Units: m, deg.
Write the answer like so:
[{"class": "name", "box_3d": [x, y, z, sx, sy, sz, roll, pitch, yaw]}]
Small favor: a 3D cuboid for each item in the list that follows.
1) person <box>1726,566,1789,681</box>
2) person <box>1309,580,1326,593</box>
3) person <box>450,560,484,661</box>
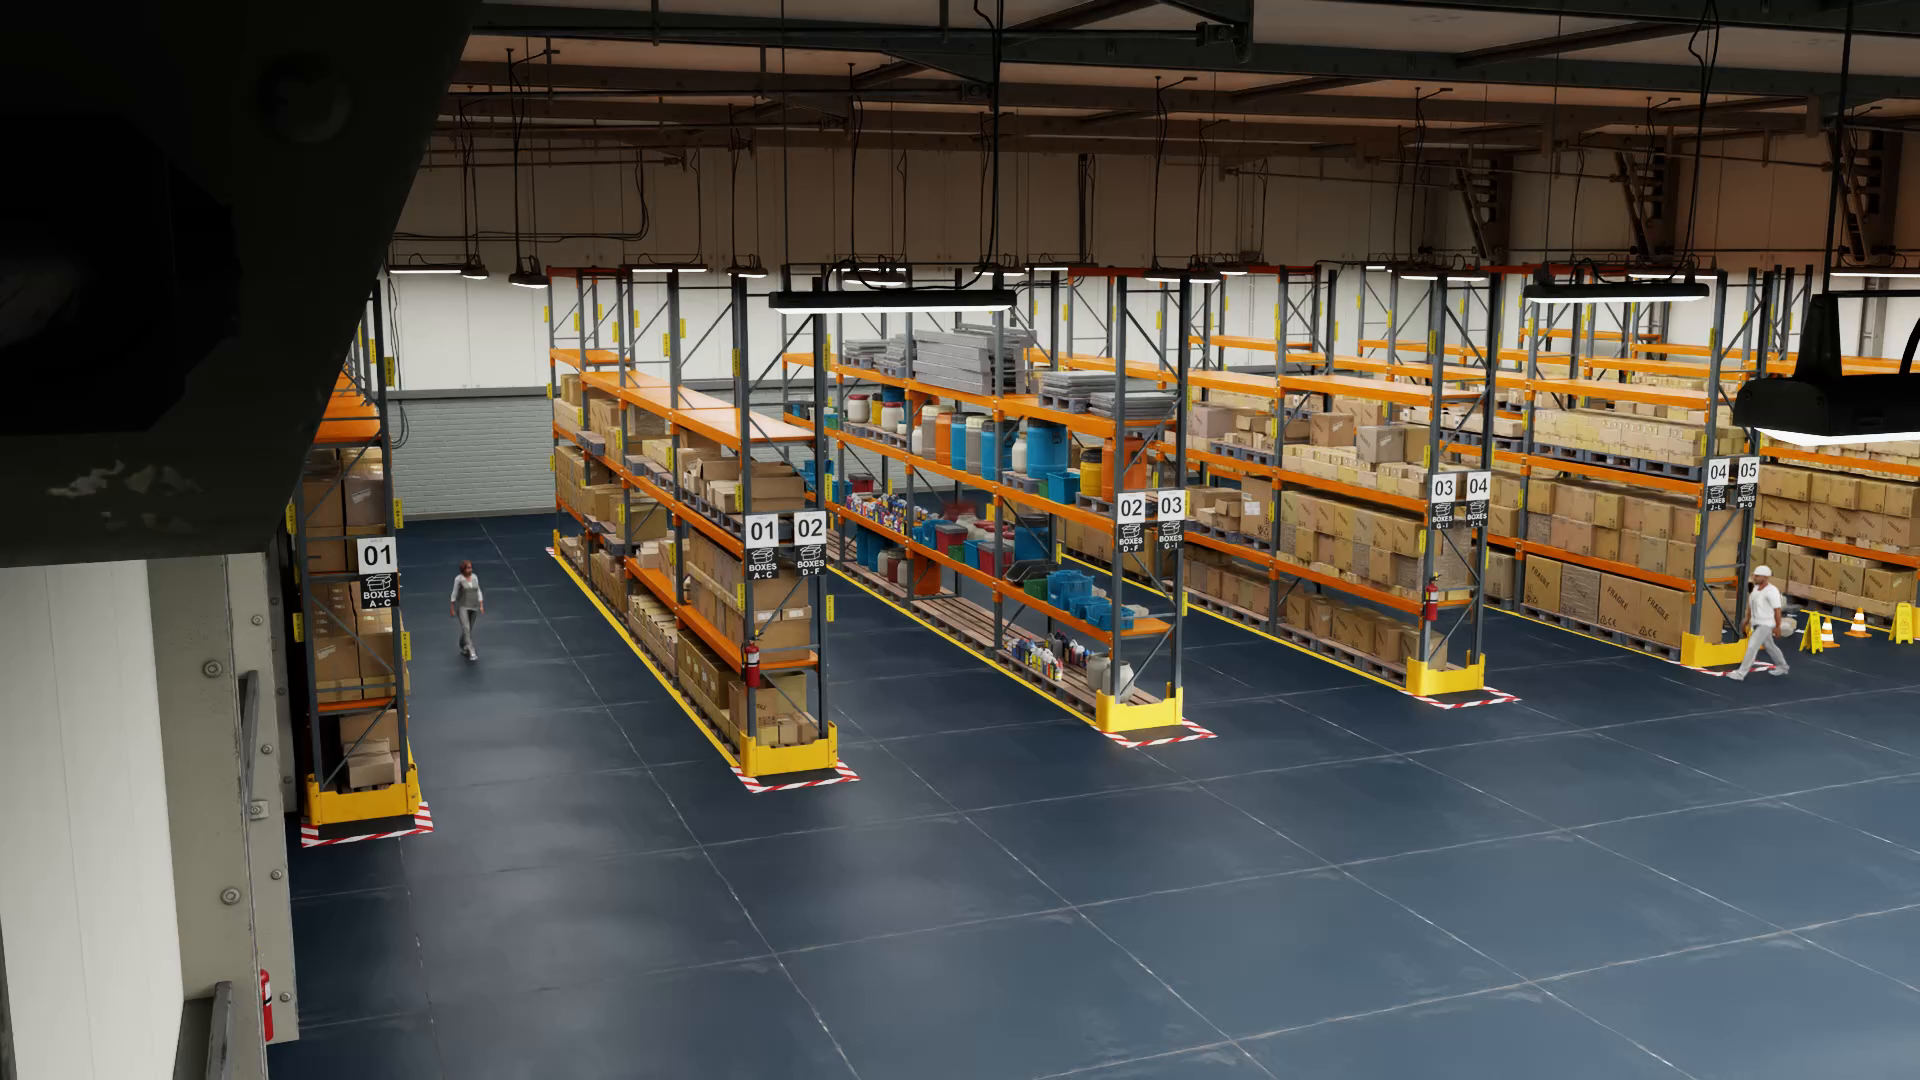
[{"class": "person", "box_3d": [11.858, 1.228, 24.625, 1.082, 1.712, 0.582, -1, 10, -6]}, {"class": "person", "box_3d": [6.564, 0.211, 30.656, 0.626, 1.672, 0.787, -4, 11, -21]}, {"class": "person", "box_3d": [-7.652, 1.072, 25.911, 0.456, 1.543, 0.969, -10, 14, -44]}]
